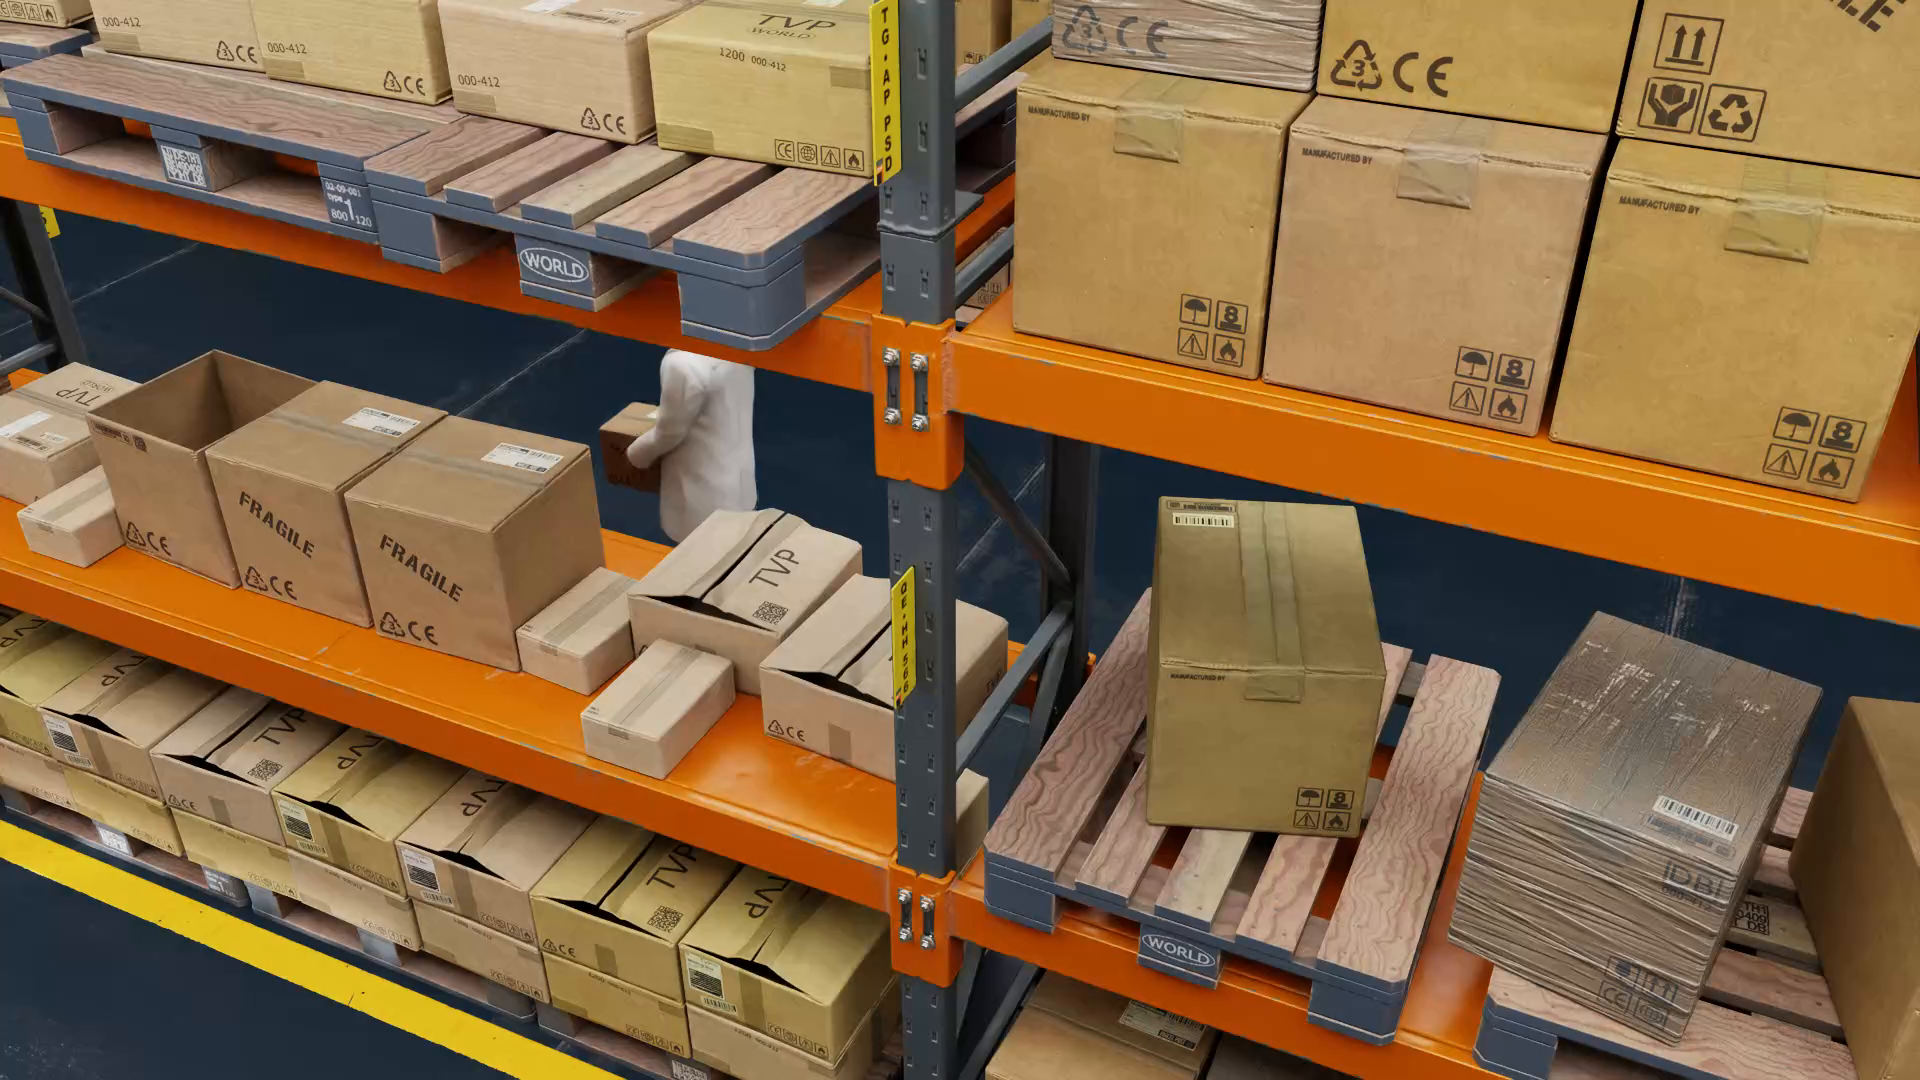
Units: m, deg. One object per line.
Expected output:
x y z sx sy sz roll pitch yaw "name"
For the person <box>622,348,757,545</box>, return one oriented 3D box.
-1.059 -0.293 6.598 0.521 1.780 0.568 15 36 21 "person"
